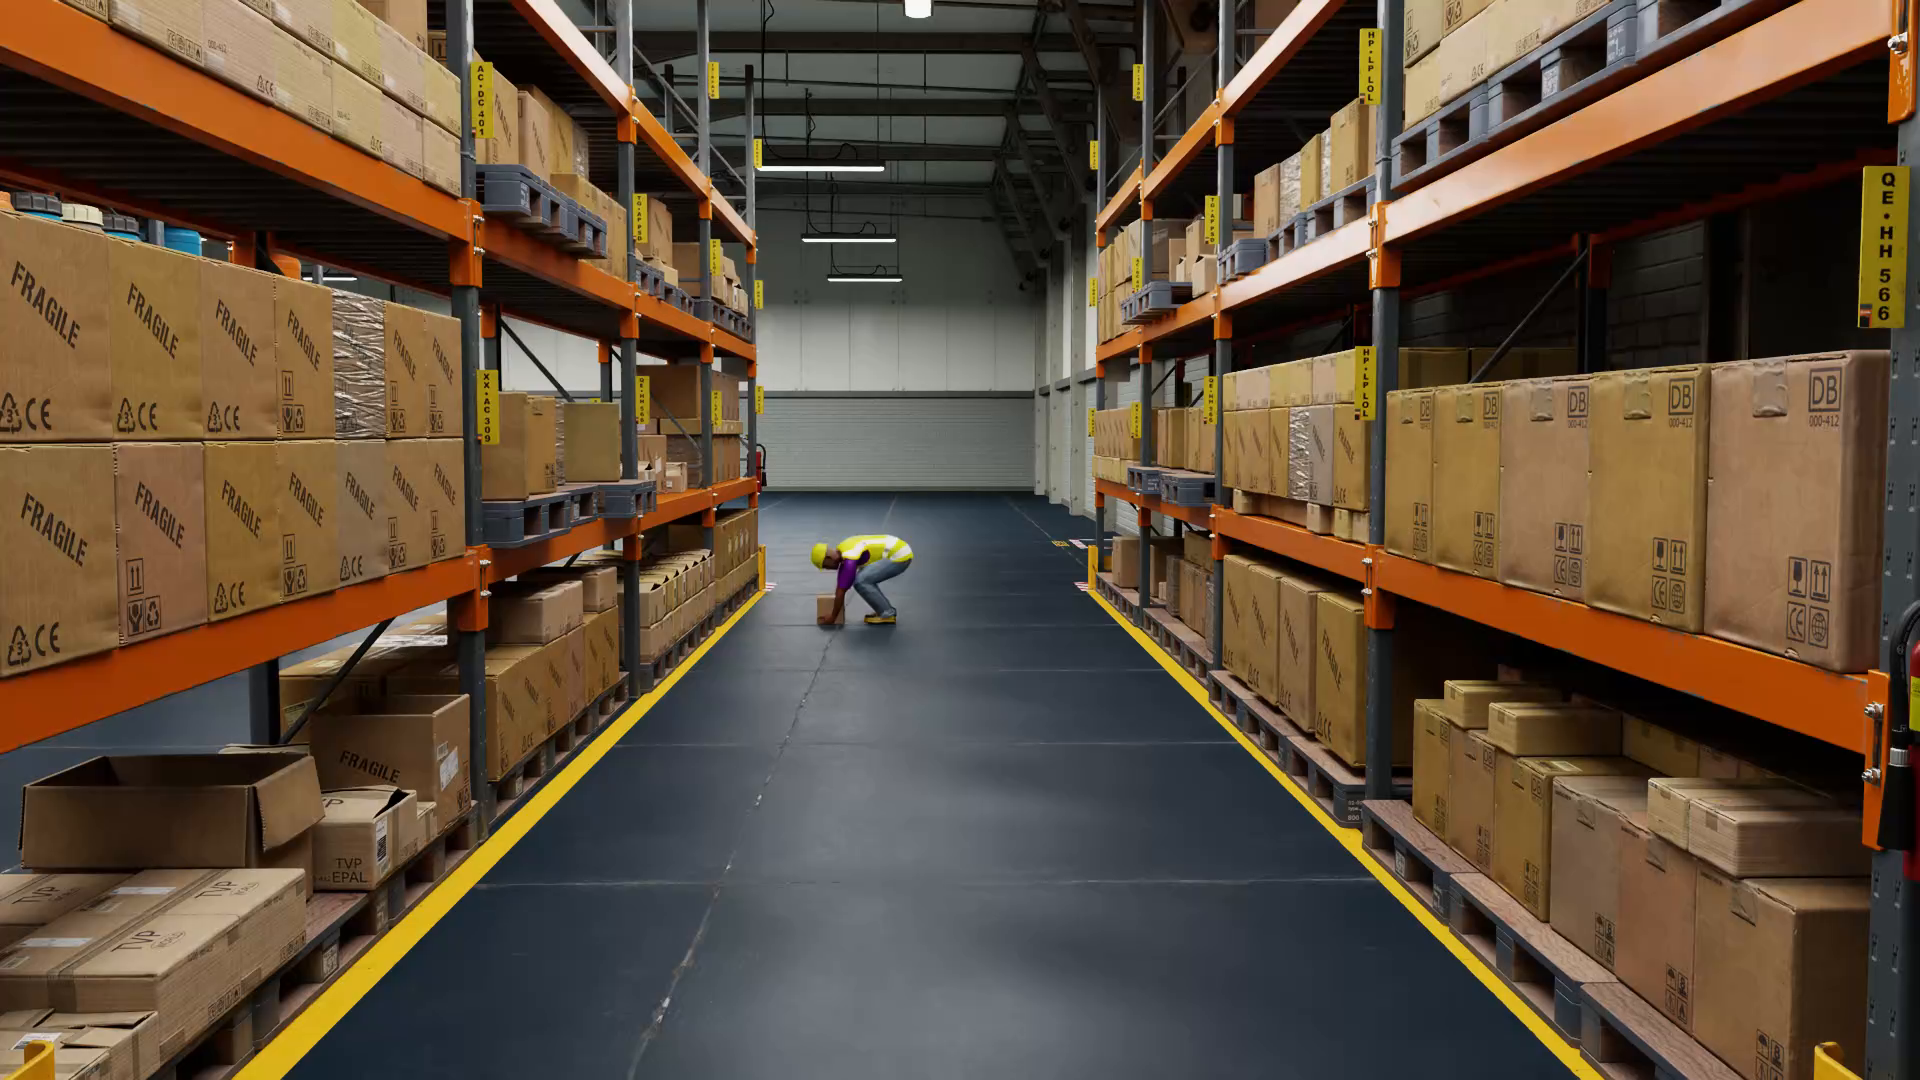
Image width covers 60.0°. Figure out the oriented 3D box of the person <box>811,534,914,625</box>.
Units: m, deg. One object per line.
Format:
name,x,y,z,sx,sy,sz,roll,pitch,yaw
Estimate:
person,-0.935,0.381,15.938,0.980,0.863,0.518,0,4,-3
